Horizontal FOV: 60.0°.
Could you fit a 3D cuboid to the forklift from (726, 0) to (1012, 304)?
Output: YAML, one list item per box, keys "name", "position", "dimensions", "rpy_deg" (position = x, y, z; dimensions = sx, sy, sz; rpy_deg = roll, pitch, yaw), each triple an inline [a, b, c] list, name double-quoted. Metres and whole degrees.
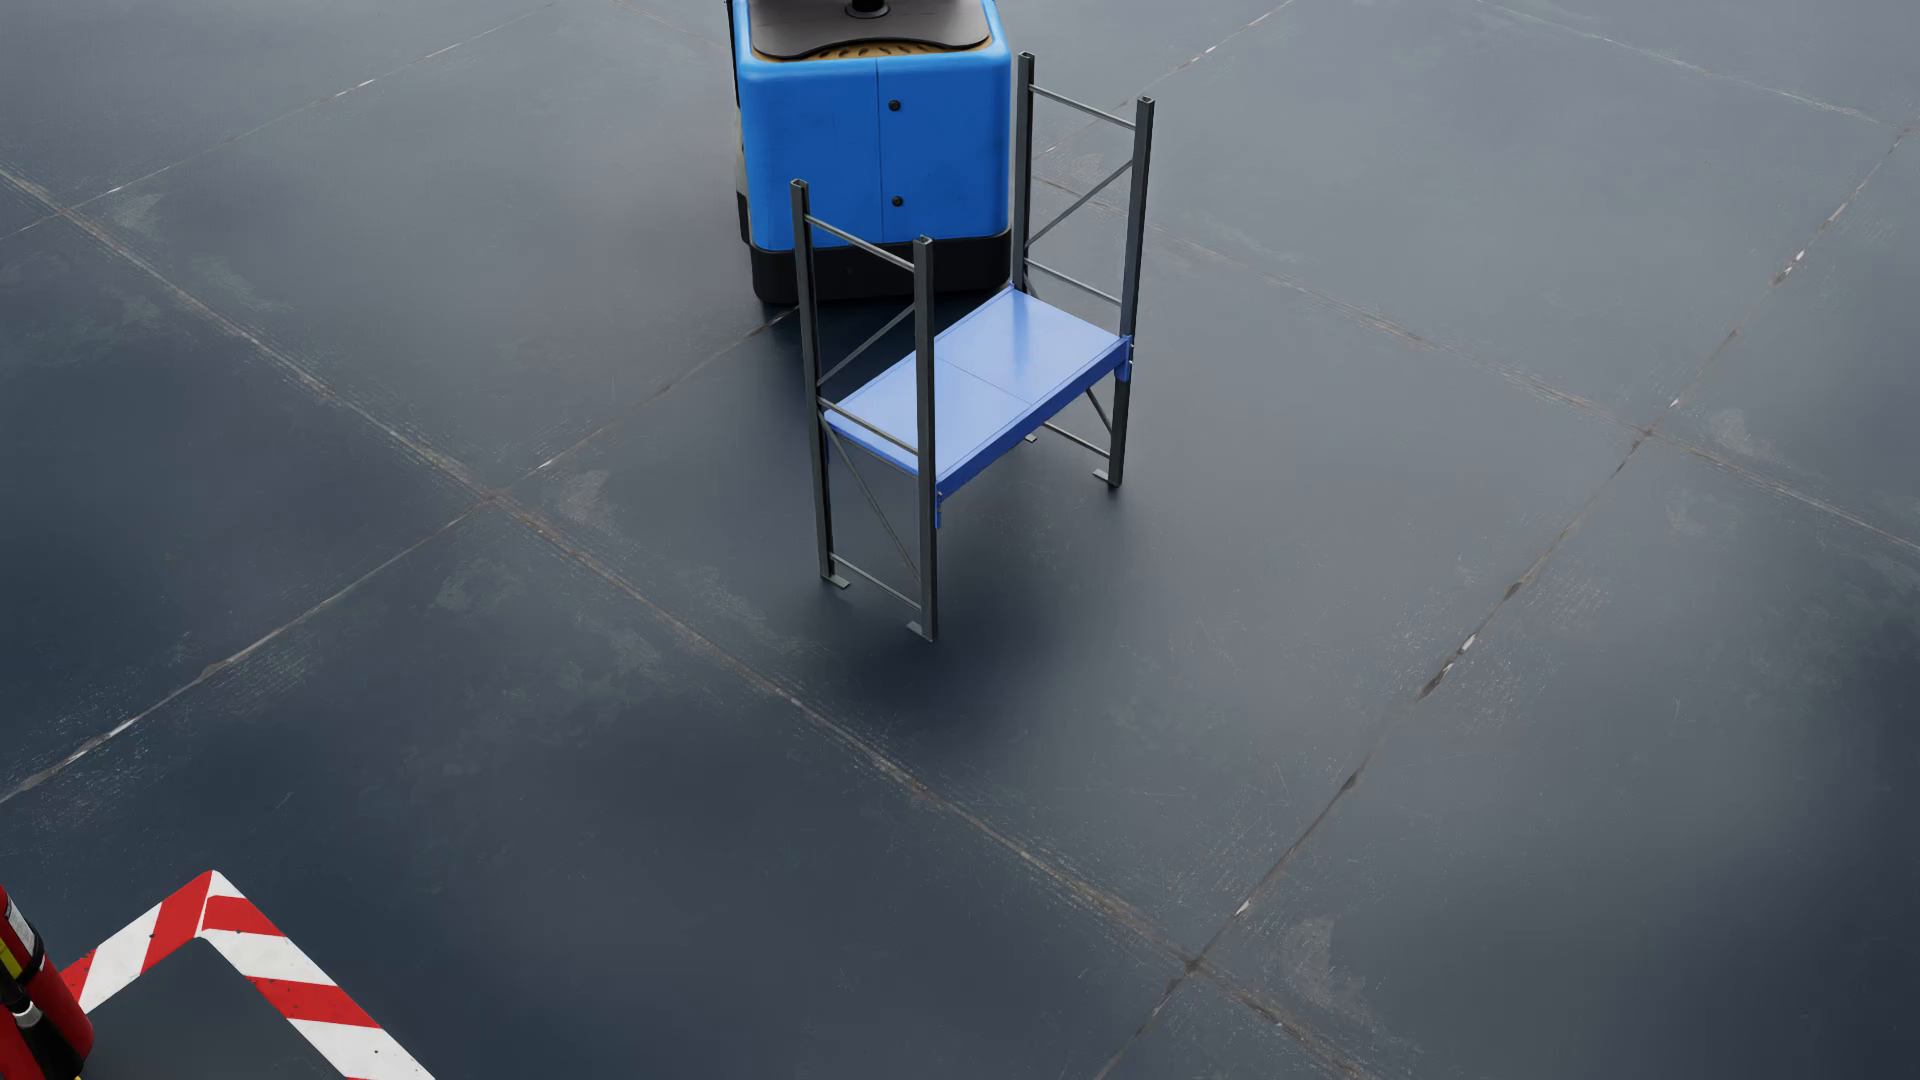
- name: "forklift"
  position: [-0.495, -3.028, 6.901]
  dimensions: [1.130, 2.935, 3.031]
  rpy_deg: [-5, 43, -5]

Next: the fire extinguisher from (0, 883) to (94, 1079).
- name: "fire extinguisher"
  position: [-1.674, 0.689, 2.820]
  dimensions: [0.296, 0.674, 0.183]
  rpy_deg: [29, 50, 28]

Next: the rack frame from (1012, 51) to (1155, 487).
- name: "rack frame"
  position: [0.382, -0.861, 5.582]
  dimensions: [0.500, 1.500, 0.032]
  rpy_deg: [29, 50, 28]

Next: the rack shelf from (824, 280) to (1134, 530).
- name: "rack shelf"
  position: [0.055, -0.466, 5.415]
  dimensions: [0.538, 0.185, 1.000]
  rpy_deg: [29, 50, 28]

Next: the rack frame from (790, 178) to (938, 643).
- name: "rack frame"
  position: [-0.272, -0.337, 5.006]
  dimensions: [0.500, 1.500, 0.032]
  rpy_deg: [29, 50, 28]

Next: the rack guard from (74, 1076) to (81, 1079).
- name: "rack guard"
  position: [-2.090, 1.433, 3.803]
  dimensions: [1.175, 0.500, 0.348]
  rpy_deg: [29, 50, 28]

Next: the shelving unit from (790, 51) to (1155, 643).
- name: "shelving unit"
  position: [0.055, -0.599, 5.294]
  dimensions: [0.538, 1.500, 1.048]
  rpy_deg: [29, 50, 28]
